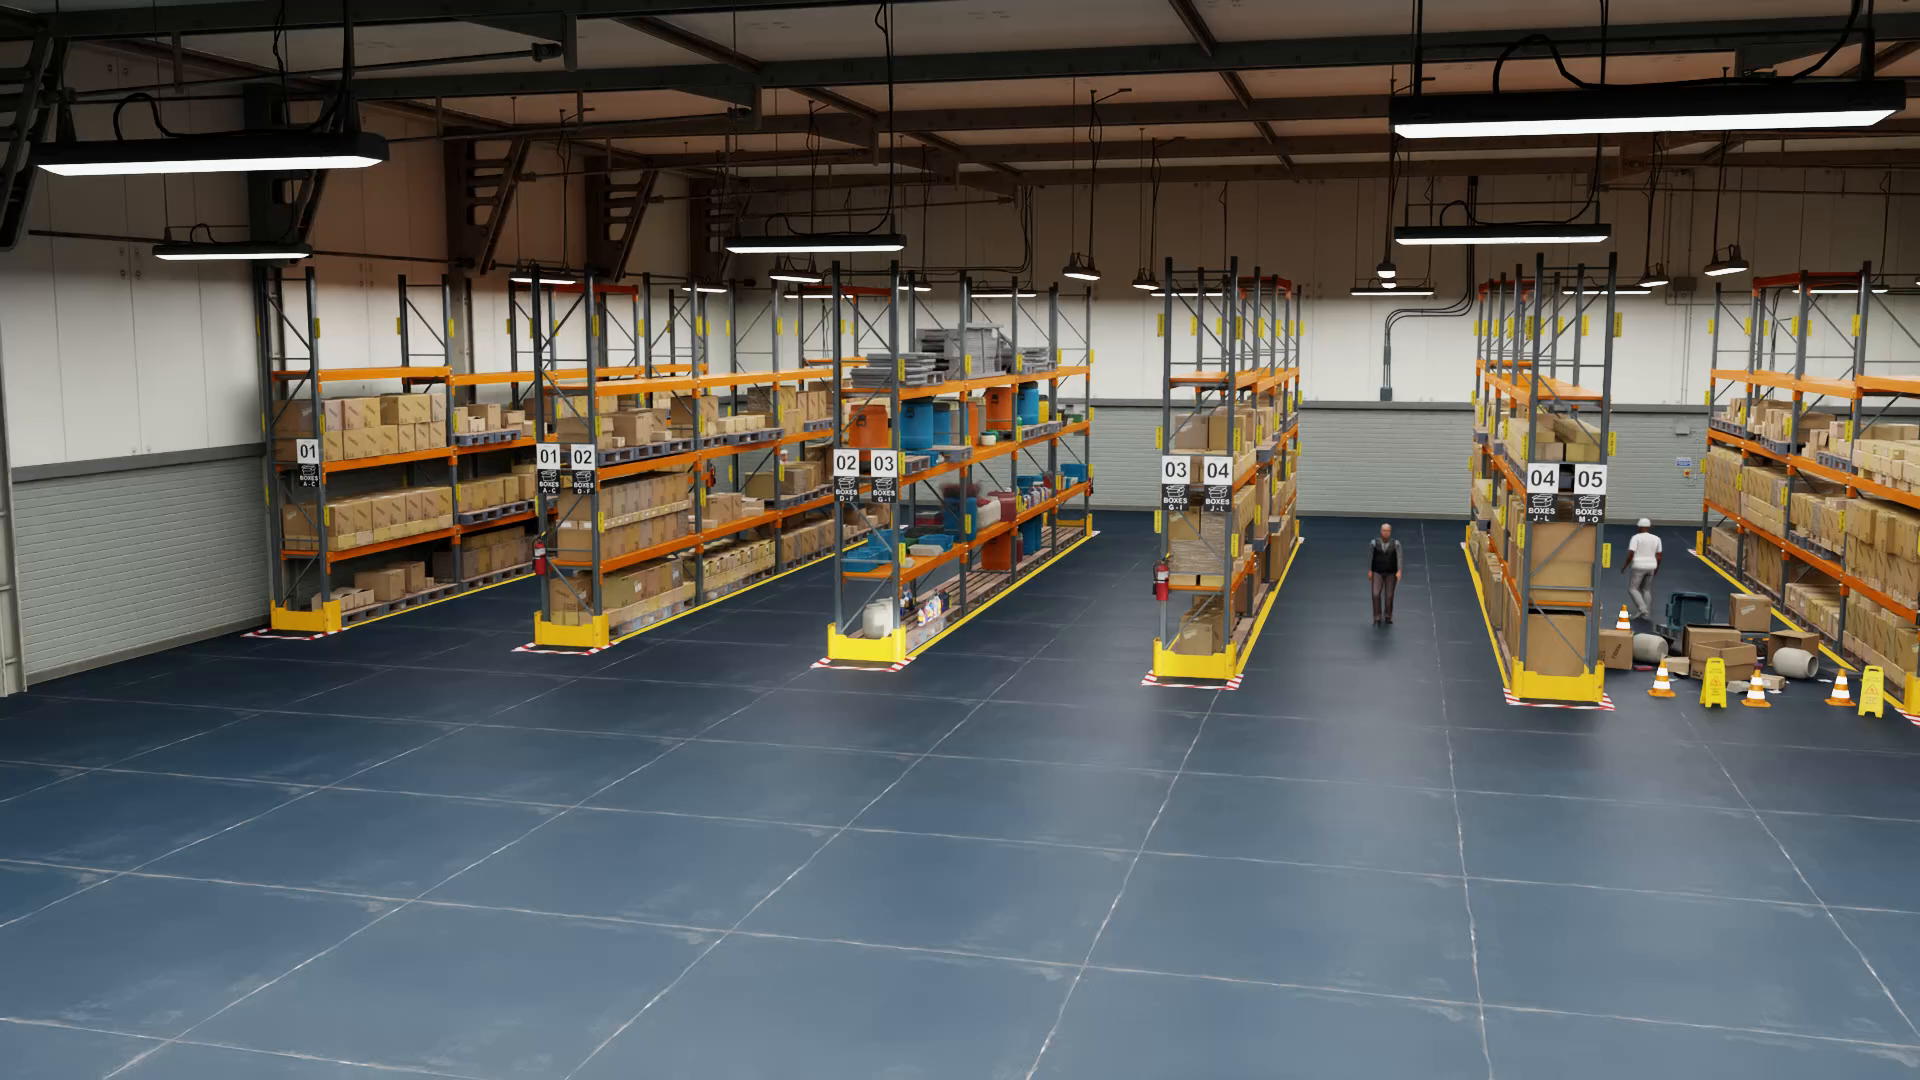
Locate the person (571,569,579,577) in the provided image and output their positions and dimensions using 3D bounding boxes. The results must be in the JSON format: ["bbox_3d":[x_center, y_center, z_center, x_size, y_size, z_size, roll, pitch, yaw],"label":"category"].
[{"bbox_3d":[-7.553,-0.064,33.360,0.558,1.617,0.998,0,7,2],"label":"person"}]

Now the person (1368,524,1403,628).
[{"bbox_3d":[7.188,0.608,28.112,0.580,1.775,0.550,2,8,17],"label":"person"}]

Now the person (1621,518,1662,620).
[{"bbox_3d":[11.837,0.506,28.764,0.651,1.741,0.650,-1,7,-10],"label":"person"}]

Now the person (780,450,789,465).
[{"bbox_3d":[-4.777,-1.537,44.541,0.785,1.774,0.510,2,8,15],"label":"person"}]
